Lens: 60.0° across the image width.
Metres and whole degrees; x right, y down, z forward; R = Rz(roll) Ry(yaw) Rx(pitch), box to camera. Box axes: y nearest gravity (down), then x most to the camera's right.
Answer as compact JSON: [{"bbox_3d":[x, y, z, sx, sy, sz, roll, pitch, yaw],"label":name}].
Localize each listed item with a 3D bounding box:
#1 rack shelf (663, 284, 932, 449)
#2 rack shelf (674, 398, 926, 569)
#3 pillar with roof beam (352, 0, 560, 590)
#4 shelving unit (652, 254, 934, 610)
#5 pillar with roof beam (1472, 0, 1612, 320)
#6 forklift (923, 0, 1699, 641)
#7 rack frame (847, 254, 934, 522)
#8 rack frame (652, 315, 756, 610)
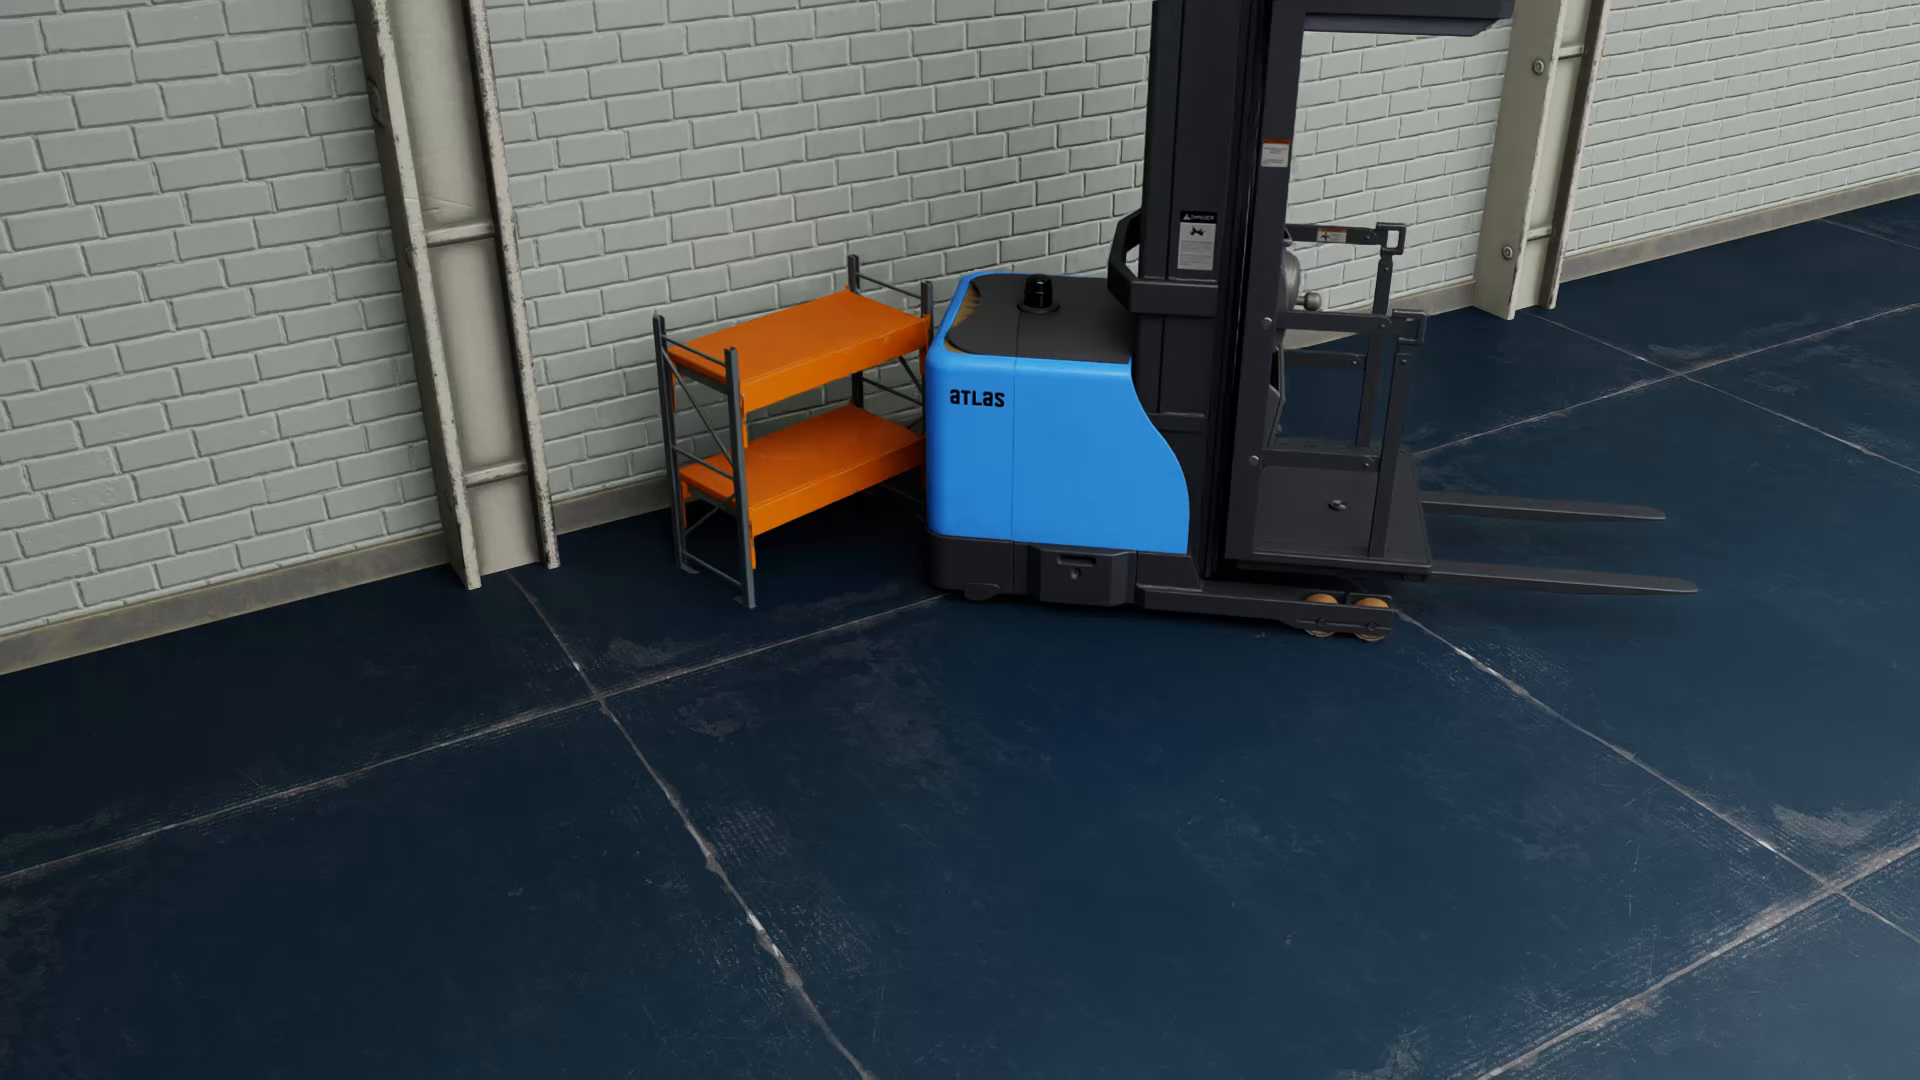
[{"bbox_3d":[-0.658,-0.731,6.804,1.000,0.278,0.538,-26,38,-38],"label":"rack shelf"},{"bbox_3d":[-0.658,-0.260,7.063,1.000,0.278,0.538,-26,38,-38],"label":"rack shelf"},{"bbox_3d":[0.240,-2.051,1.654,0.400,9.000,9.100,-16,33,-26],"label":"pillar with roof beam"},{"bbox_3d":[-0.658,-0.474,6.945,1.048,1.125,0.538,-26,38,-38],"label":"shelving unit"},{"bbox_3d":[5.413,-3.520,4.315,0.400,9.000,9.100,-16,33,-26],"label":"pillar with roof beam"},{"bbox_3d":[1.415,-1.164,6.326,3.031,2.935,1.130,4,29,8],"label":"forklift"},{"bbox_3d":[-0.297,-0.647,7.259,0.032,1.125,0.500,-26,38,-38],"label":"rack frame"},{"bbox_3d":[-1.018,-0.301,6.632,0.032,1.125,0.500,-26,38,-38],"label":"rack frame"}]
